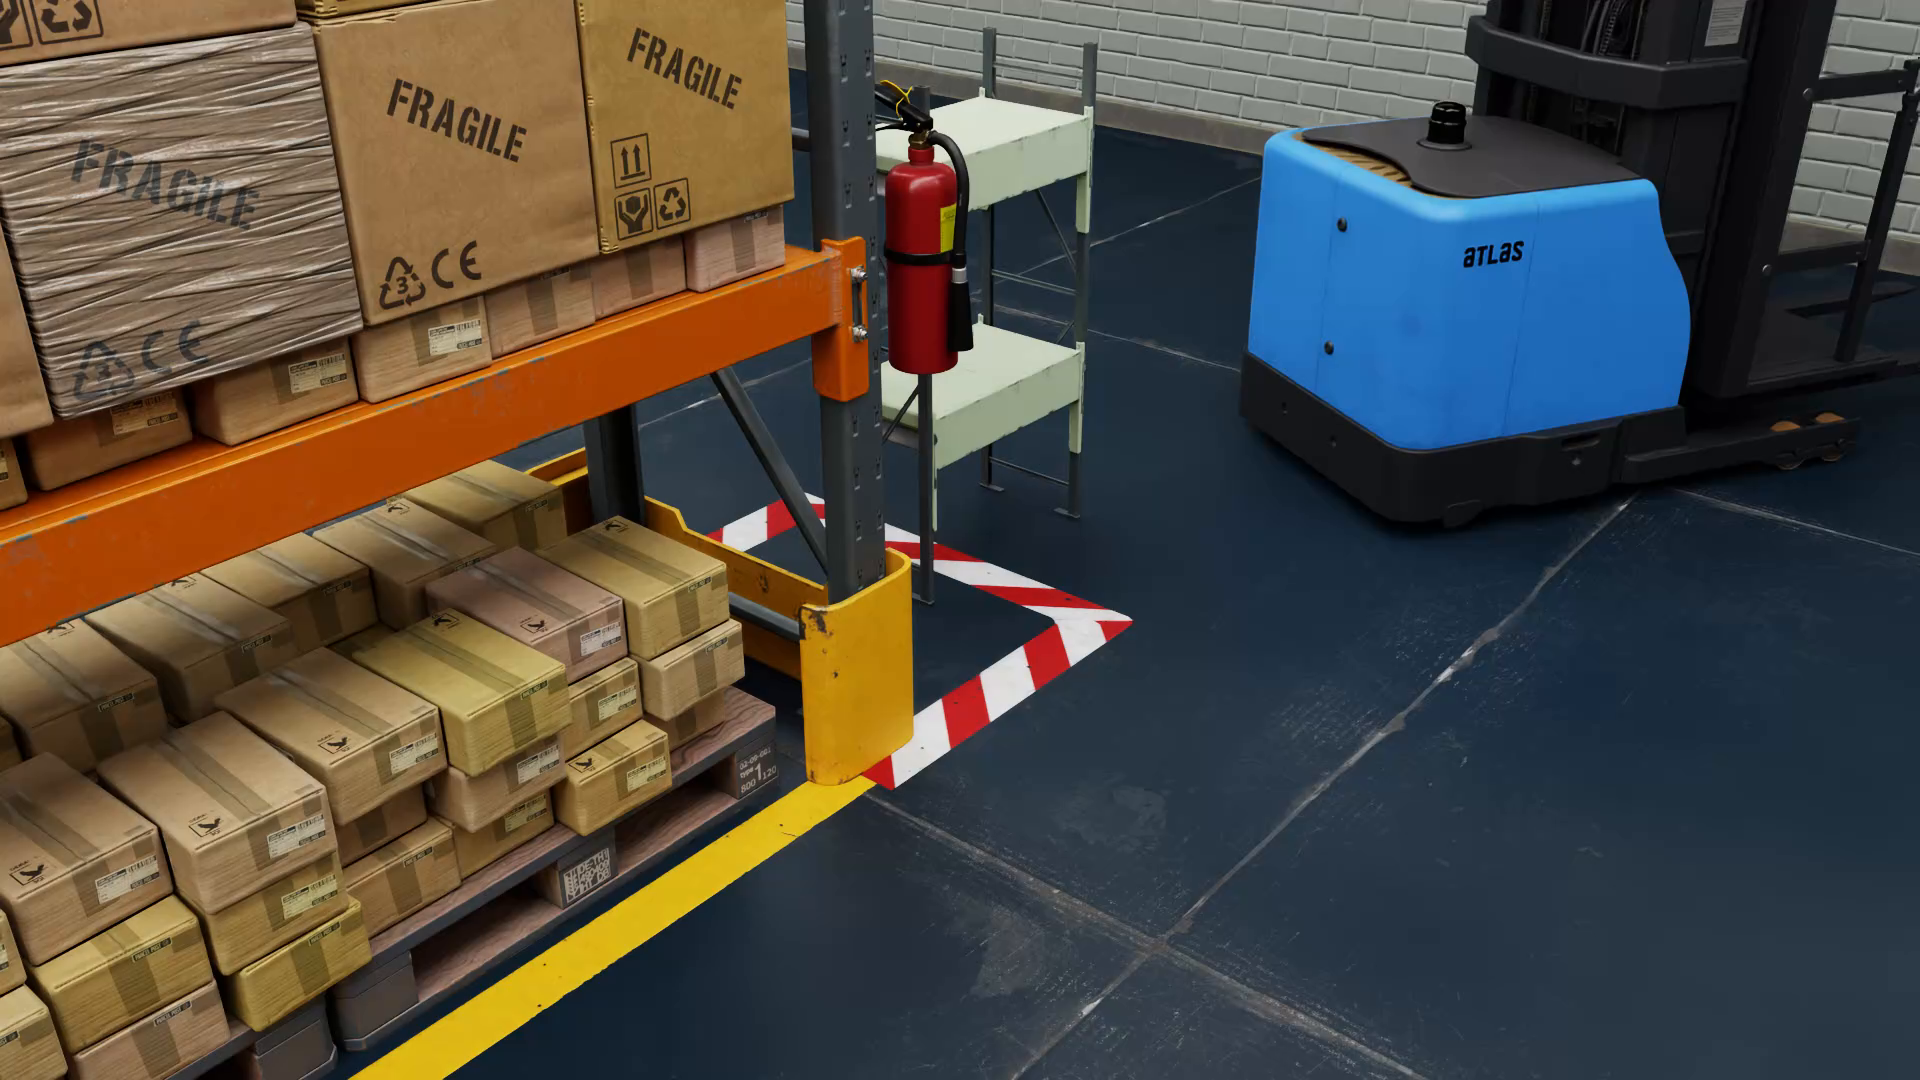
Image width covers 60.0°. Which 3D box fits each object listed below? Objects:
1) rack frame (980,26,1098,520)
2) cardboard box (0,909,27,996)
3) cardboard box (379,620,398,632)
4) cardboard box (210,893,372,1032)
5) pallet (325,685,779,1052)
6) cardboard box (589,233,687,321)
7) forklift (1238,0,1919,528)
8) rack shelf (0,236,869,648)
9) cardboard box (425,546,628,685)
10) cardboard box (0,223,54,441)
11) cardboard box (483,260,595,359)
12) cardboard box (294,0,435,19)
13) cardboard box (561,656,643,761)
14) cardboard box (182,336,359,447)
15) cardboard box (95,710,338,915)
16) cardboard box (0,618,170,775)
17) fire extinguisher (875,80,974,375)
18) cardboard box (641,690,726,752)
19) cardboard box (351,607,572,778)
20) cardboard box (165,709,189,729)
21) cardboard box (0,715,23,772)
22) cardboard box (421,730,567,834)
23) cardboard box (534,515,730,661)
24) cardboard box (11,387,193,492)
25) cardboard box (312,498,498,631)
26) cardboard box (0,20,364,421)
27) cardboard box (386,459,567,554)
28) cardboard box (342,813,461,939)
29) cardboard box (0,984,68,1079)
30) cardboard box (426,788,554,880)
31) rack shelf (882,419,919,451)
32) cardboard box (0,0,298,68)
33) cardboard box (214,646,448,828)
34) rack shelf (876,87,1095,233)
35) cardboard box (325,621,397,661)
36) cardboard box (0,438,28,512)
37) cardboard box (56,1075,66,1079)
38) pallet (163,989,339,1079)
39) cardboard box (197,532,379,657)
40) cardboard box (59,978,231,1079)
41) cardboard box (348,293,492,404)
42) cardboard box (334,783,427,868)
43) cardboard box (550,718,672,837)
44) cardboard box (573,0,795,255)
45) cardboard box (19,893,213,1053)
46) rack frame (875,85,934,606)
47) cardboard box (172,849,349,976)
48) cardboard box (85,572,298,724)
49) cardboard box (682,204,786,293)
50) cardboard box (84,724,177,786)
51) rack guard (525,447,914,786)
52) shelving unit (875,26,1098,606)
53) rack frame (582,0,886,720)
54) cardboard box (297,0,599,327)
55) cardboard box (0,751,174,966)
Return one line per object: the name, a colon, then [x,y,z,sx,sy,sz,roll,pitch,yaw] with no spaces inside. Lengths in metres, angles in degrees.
rack frame: [0.229,-0.794,5.152,0.400,1.500,0.023,21,34,34]
cardboard box: [-1.756,0.651,2.725,0.380,0.149,0.250,21,34,35]
cardboard box: [-1.354,0.165,3.989,0.380,0.149,0.250,21,34,34]
cardboard box: [-1.359,0.742,3.196,0.380,0.149,0.250,19,33,32]
pallet: [-1.197,0.569,3.921,1.003,0.211,1.213,21,34,34]
cardboard box: [-0.781,-0.587,3.394,0.380,0.149,0.250,21,34,34]
forklift: [2.571,-1.728,5.470,3.031,2.867,1.129,-10,29,-19]
rack shelf: [-1.877,0.054,2.663,1.077,0.370,4.000,21,34,34]
cardboard box: [-0.950,0.175,3.645,0.380,0.149,0.250,22,34,35]
cardboard box: [-1.664,-0.379,2.285,0.500,0.500,0.500,23,35,37]
cardboard box: [-0.929,-0.494,3.214,0.380,0.149,0.250,20,34,34]
cardboard box: [-1.026,-1.180,2.746,0.500,0.500,0.500,19,33,33]
cardboard box: [-0.928,0.321,3.687,0.380,0.149,0.250,20,33,33]
cardboard box: [-1.264,-0.312,2.862,0.380,0.149,0.250,19,33,32]
cardboard box: [-1.358,0.489,3.038,0.380,0.149,0.250,22,35,36]
cardboard box: [-1.819,0.320,3.365,0.380,0.149,0.250,22,35,36]
fire extinguisher: [-0.088,-0.729,3.884,0.296,0.674,0.183,21,34,34]
cardboard box: [-0.778,0.353,3.949,0.380,0.149,0.250,21,34,35]
cardboard box: [-1.017,0.304,3.396,0.380,0.149,0.250,20,33,33]
cardboard box: [-1.688,0.336,3.657,0.380,0.149,0.250,22,35,36]
cardboard box: [-2.022,0.400,3.210,0.380,0.149,0.250,21,34,35]
cardboard box: [-1.049,0.429,3.479,0.380,0.149,0.250,19,33,32]
cardboard box: [-0.746,0.103,3.785,0.380,0.149,0.250,21,34,35]
cardboard box: [-1.481,-0.234,2.710,0.380,0.149,0.250,19,33,32]
cardboard box: [-1.283,0.061,3.867,0.380,0.149,0.250,21,34,35]
cardboard box: [-1.338,-0.553,2.621,0.500,0.500,0.500,21,34,35]
cardboard box: [-1.200,-0.072,4.124,0.380,0.149,0.250,19,33,32]
cardboard box: [-1.245,0.634,3.406,0.380,0.149,0.250,21,34,35]
cardboard box: [-1.700,0.807,2.747,0.380,0.149,0.250,21,34,35]
cardboard box: [-1.098,0.542,3.583,0.380,0.149,0.250,21,34,34]
rack shelf: [-0.004,-0.438,5.018,0.332,0.071,0.664,21,34,34]
cardboard box: [-1.350,-0.993,2.385,0.500,0.500,0.500,23,35,37]
cardboard box: [-1.230,0.377,3.254,0.380,0.149,0.250,19,33,32]
rack shelf: [-0.004,-1.010,4.721,0.431,0.370,0.720,21,34,34]
cardboard box: [-1.441,0.277,3.771,0.380,0.149,0.250,21,34,35]
cardboard box: [-1.637,-0.135,2.519,0.380,0.149,0.250,21,34,35]
cardboard box: [-1.767,0.901,2.889,0.380,0.149,0.250,22,34,36]
pallet: [-1.973,0.999,3.088,1.003,0.211,1.213,21,34,34]
cardboard box: [-1.542,0.112,3.766,0.380,0.149,0.250,21,34,34]
cardboard box: [-1.549,0.833,3.020,0.380,0.149,0.250,22,34,35]
cardboard box: [-1.073,-0.397,3.026,0.380,0.149,0.250,22,34,36]
cardboard box: [-1.300,0.494,3.353,0.380,0.149,0.250,20,34,34]
cardboard box: [-0.864,0.474,3.715,0.380,0.149,0.250,22,35,36]
cardboard box: [-0.692,-0.916,3.324,0.500,0.500,0.500,22,34,35]
cardboard box: [-1.546,0.701,2.952,0.380,0.149,0.250,23,35,37]
rack frame: [-0.237,-0.534,4.650,0.400,1.500,0.023,21,34,34]
cardboard box: [-1.369,0.616,3.117,0.380,0.149,0.250,21,34,35]
cardboard box: [-1.636,0.225,3.550,0.380,0.149,0.250,19,33,32]
cardboard box: [-0.594,-0.665,3.543,0.380,0.149,0.250,21,34,34]
cardboard box: [-1.783,0.458,3.421,0.380,0.149,0.250,19,33,32]
rack guard: [-0.653,0.163,4.391,1.175,0.500,0.348,21,34,34]
shelving unit: [-0.004,-0.664,4.901,0.431,1.500,0.755,21,34,34]
rack frame: [-0.605,-0.974,3.869,1.000,3.000,0.127,21,34,34]
cardboard box: [-1.023,-0.735,2.974,0.500,0.500,0.500,20,33,34]
cardboard box: [-1.611,0.550,2.920,0.380,0.149,0.250,19,33,33]
